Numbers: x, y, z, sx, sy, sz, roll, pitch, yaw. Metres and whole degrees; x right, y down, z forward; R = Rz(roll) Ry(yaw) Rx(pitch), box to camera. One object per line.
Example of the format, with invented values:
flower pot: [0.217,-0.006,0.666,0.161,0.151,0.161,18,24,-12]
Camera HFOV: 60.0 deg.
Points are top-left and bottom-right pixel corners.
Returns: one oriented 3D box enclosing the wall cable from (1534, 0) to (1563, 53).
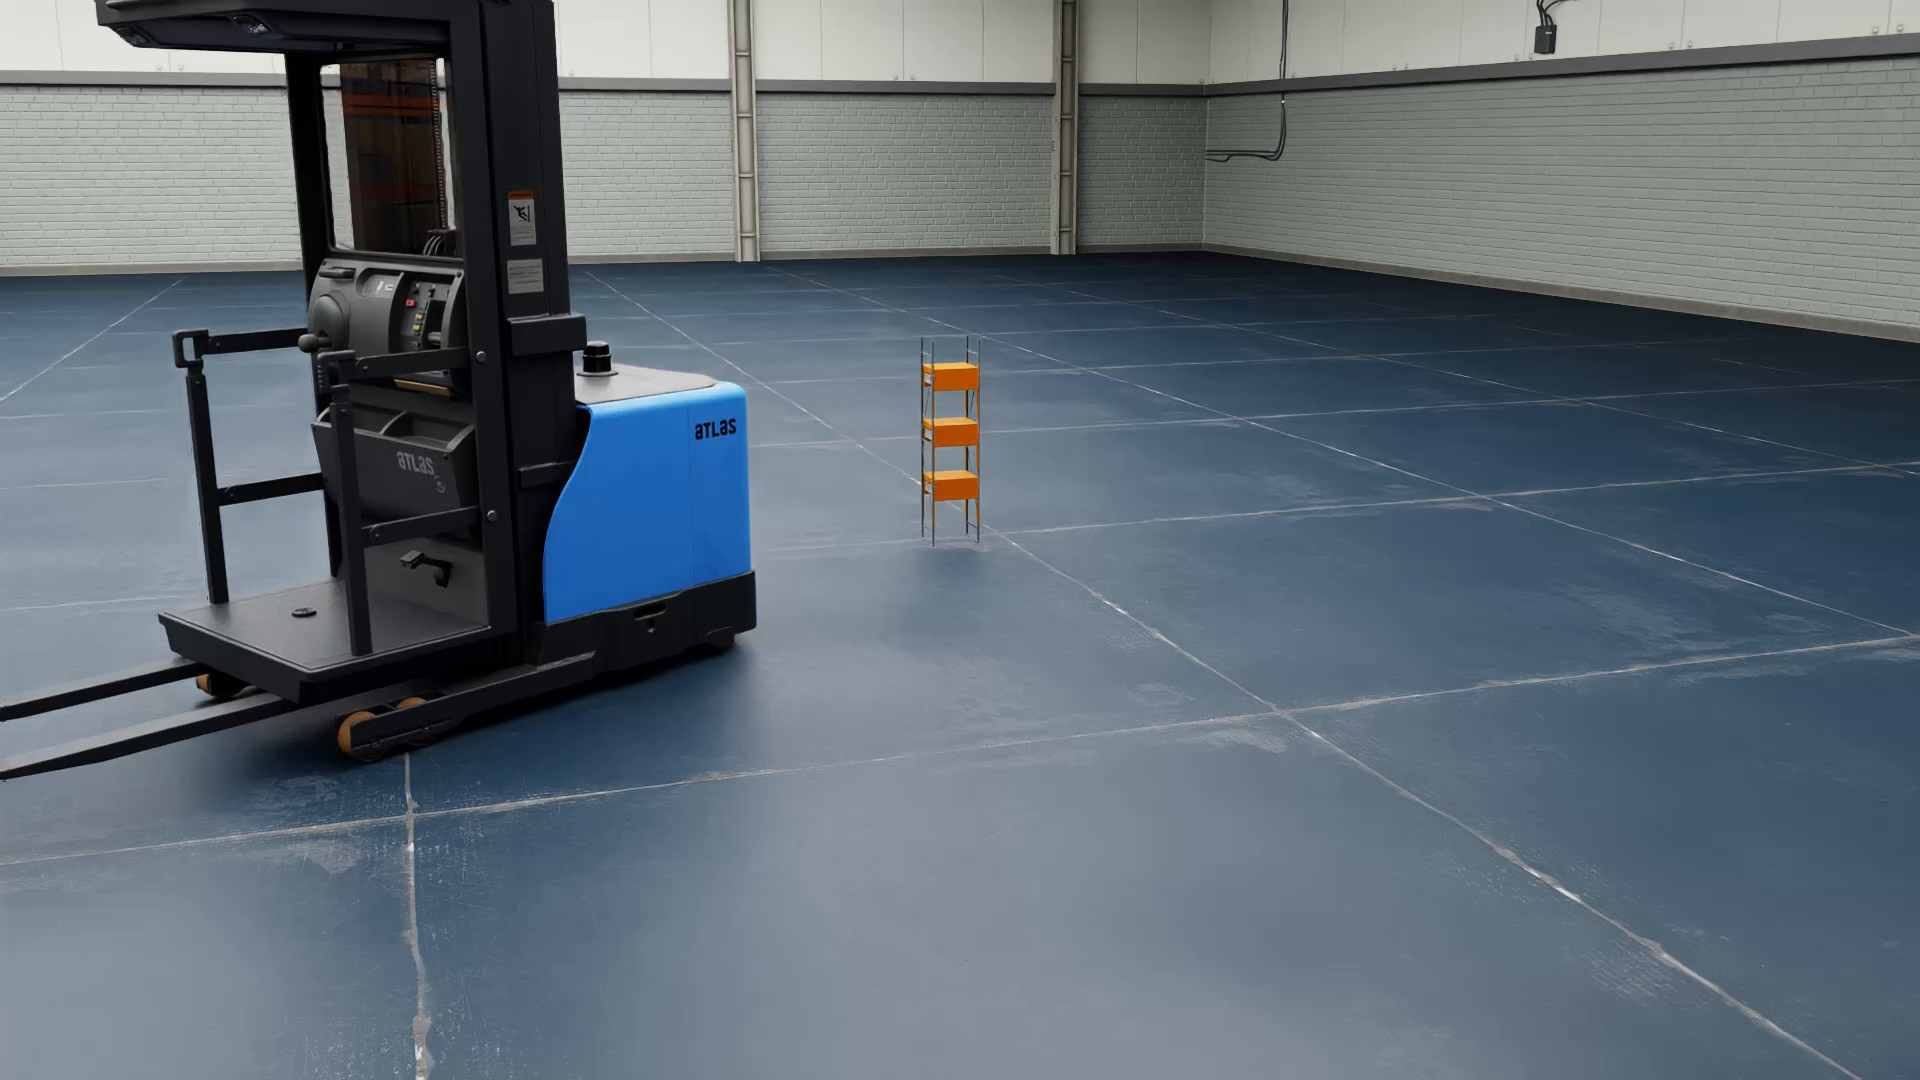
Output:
wall cable: [8.160,-9.251,20.739,0.169,6.003,2.305,-4,14,-18]

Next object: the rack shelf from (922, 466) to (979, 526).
rack shelf: [-0.051,-0.226,8.571,0.240,0.259,0.215,-4,14,-18]

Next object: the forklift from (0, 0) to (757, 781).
forklift: [-2.178,-0.818,5.746,1.130,2.935,3.031,11,17,39]

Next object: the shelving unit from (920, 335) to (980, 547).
shelving unit: [-0.051,-0.507,8.505,0.252,1.050,0.215,-4,14,-18]

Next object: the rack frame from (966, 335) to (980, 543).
rack frame: [0.065,-0.516,8.543,0.008,1.050,0.200,-4,14,-18]

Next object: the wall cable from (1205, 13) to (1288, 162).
wall cable: [5.147,-8.169,30.250,0.112,2.526,3.097,-4,14,-18]

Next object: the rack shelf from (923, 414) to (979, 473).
rack shelf: [-0.051,-0.497,8.507,0.240,0.259,0.215,-4,14,-18]

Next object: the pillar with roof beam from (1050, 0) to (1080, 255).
pillar with roof beam: [3.306,-8.808,26.227,0.400,9.000,9.100,-4,14,-18]

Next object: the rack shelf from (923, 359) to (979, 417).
rack shelf: [-0.051,-0.773,8.441,0.240,0.259,0.215,-4,14,-18]

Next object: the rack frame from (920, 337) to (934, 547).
rack frame: [-0.166,-0.498,8.467,0.008,1.050,0.200,-4,14,-18]

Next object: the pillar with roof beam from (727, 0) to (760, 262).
pillar with roof beam: [-2.381,-8.365,24.365,0.400,9.000,9.100,-4,14,-18]

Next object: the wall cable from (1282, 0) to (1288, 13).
wall cable: [6.010,-10.033,27.172,0.112,2.526,3.097,-4,14,-18]
